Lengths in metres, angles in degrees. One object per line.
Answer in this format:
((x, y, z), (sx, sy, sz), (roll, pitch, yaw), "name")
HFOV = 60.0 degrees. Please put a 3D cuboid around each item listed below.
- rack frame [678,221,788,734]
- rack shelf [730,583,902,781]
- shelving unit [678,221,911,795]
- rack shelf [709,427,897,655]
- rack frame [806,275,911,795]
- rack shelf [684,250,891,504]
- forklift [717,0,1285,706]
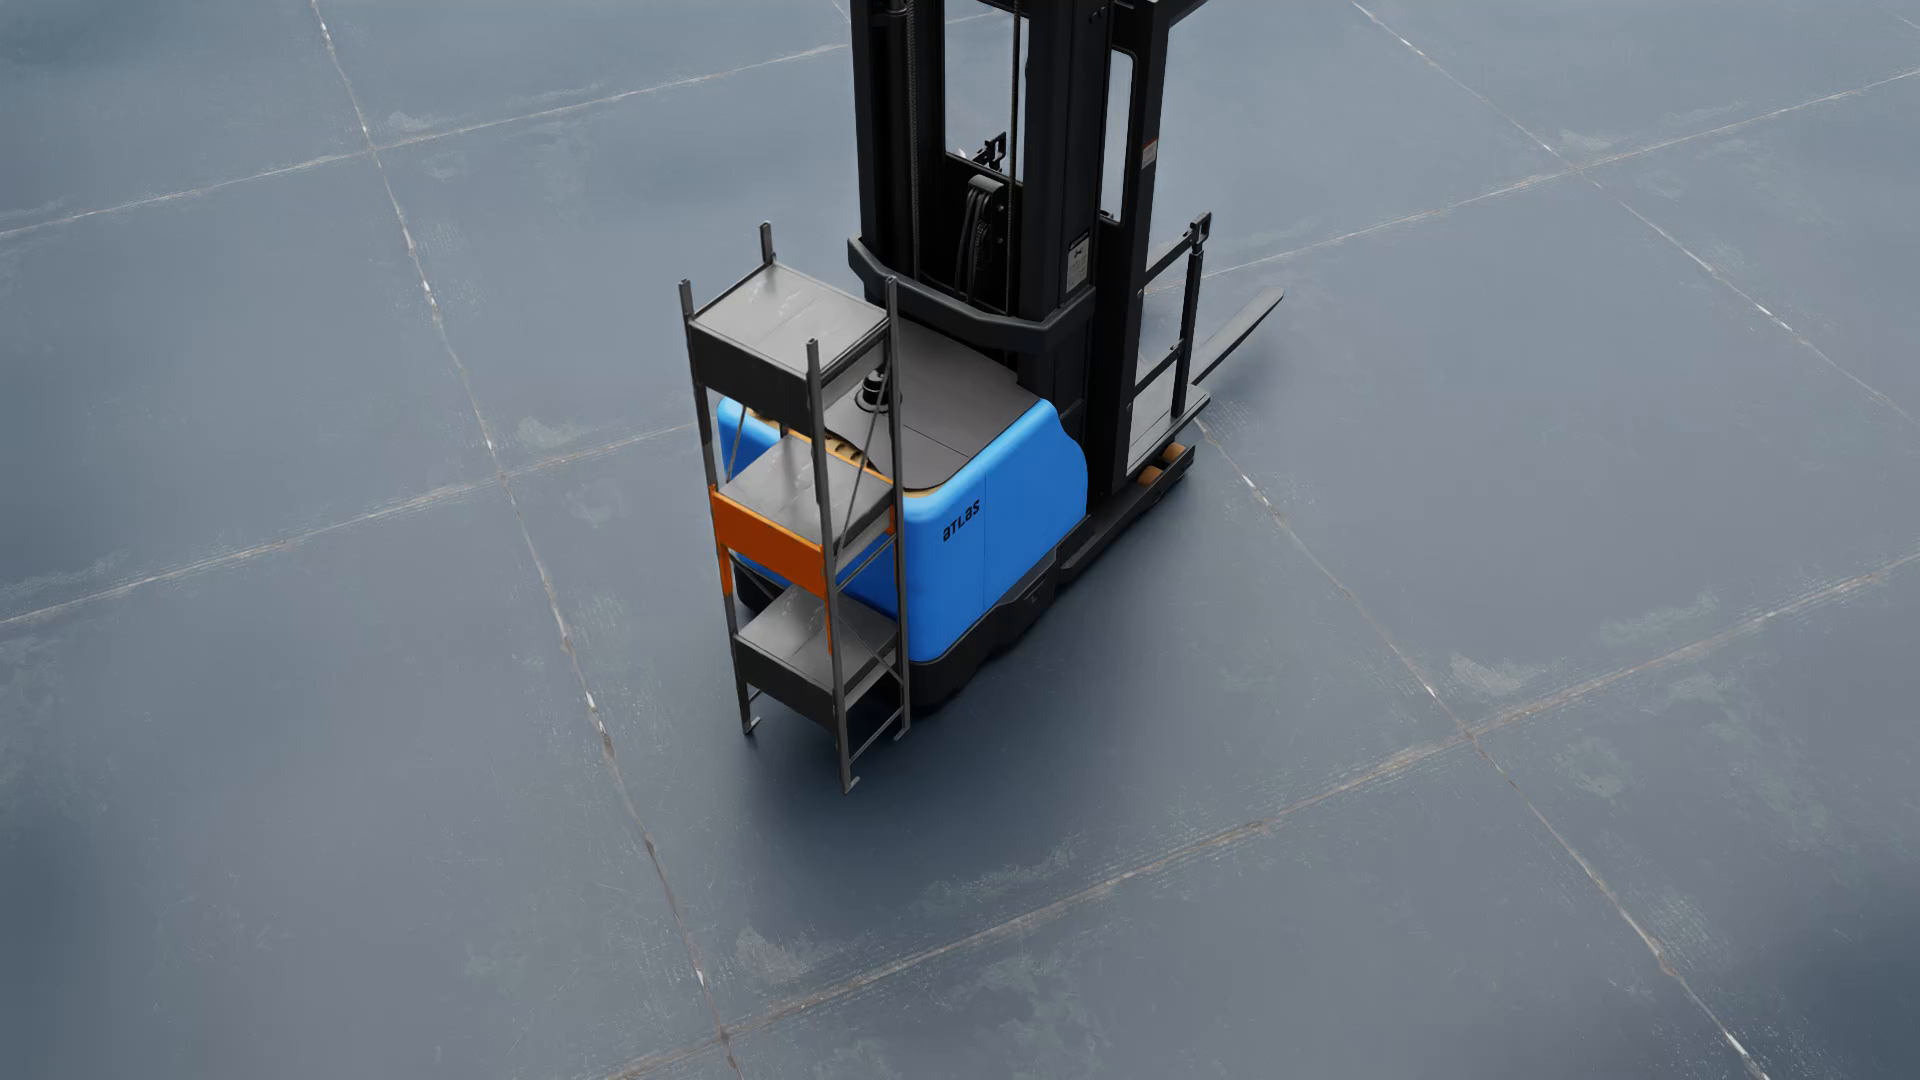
((-0.708, -0.120, 5.745), (0.015, 2.100, 0.400), (27, 51, 25), "rack frame")
((-0.510, 0.489, 6.145), (0.480, 0.518, 0.431), (27, 51, 25), "rack shelf")
((-0.510, -0.020, 5.644), (0.503, 2.100, 0.431), (27, 51, 25), "shelving unit")
((-0.510, -0.010, 5.653), (0.480, 0.518, 0.431), (27, 51, 25), "rack shelf")
((-0.312, 0.081, 5.542), (0.015, 2.100, 0.400), (27, 51, 25), "rack frame")
((-0.510, -0.509, 5.162), (0.480, 0.518, 0.431), (27, 51, 25), "rack shelf")
((0.383, -1.393, 6.444), (1.130, 2.935, 3.031), (28, 51, 26), "forklift")
